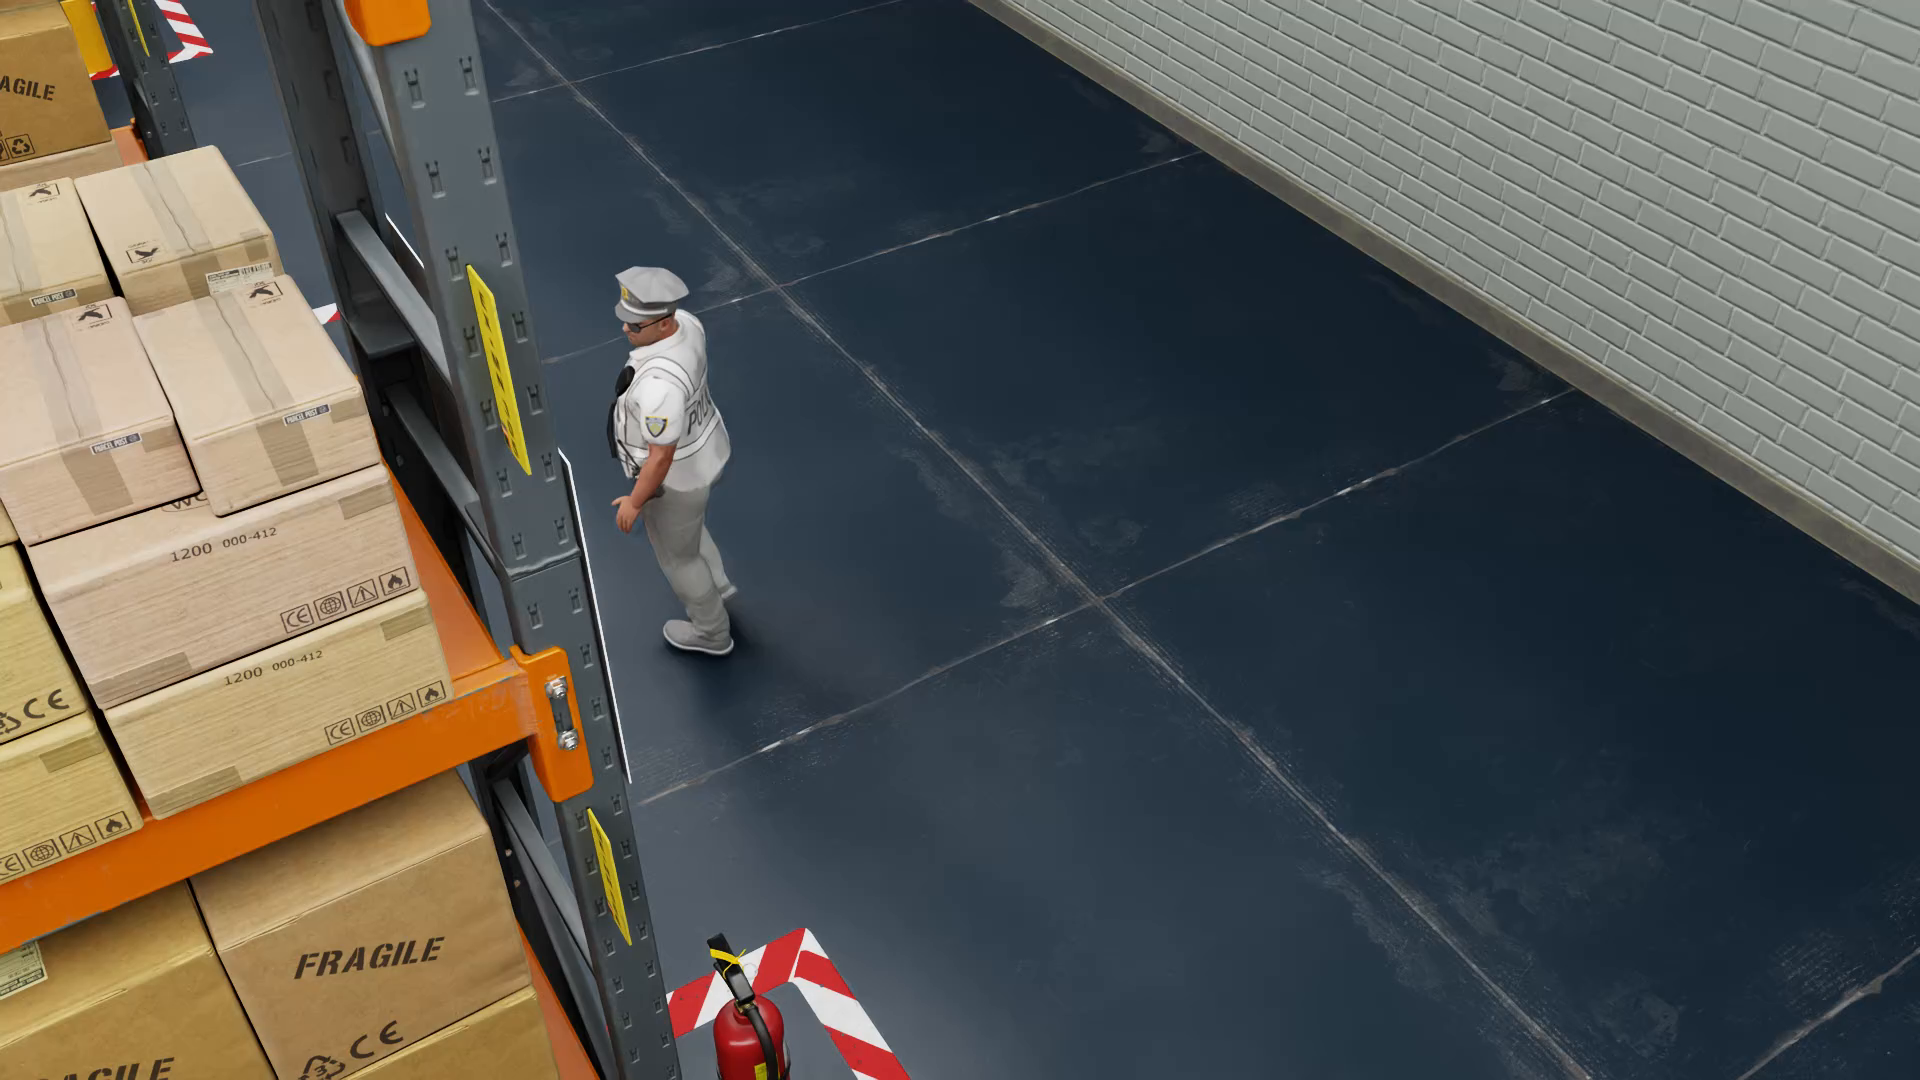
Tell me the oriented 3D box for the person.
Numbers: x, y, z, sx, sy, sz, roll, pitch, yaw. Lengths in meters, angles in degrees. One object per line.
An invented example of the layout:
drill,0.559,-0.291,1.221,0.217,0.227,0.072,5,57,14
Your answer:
person,-1.118,-0.286,6.505,0.448,1.805,0.651,11,42,12
